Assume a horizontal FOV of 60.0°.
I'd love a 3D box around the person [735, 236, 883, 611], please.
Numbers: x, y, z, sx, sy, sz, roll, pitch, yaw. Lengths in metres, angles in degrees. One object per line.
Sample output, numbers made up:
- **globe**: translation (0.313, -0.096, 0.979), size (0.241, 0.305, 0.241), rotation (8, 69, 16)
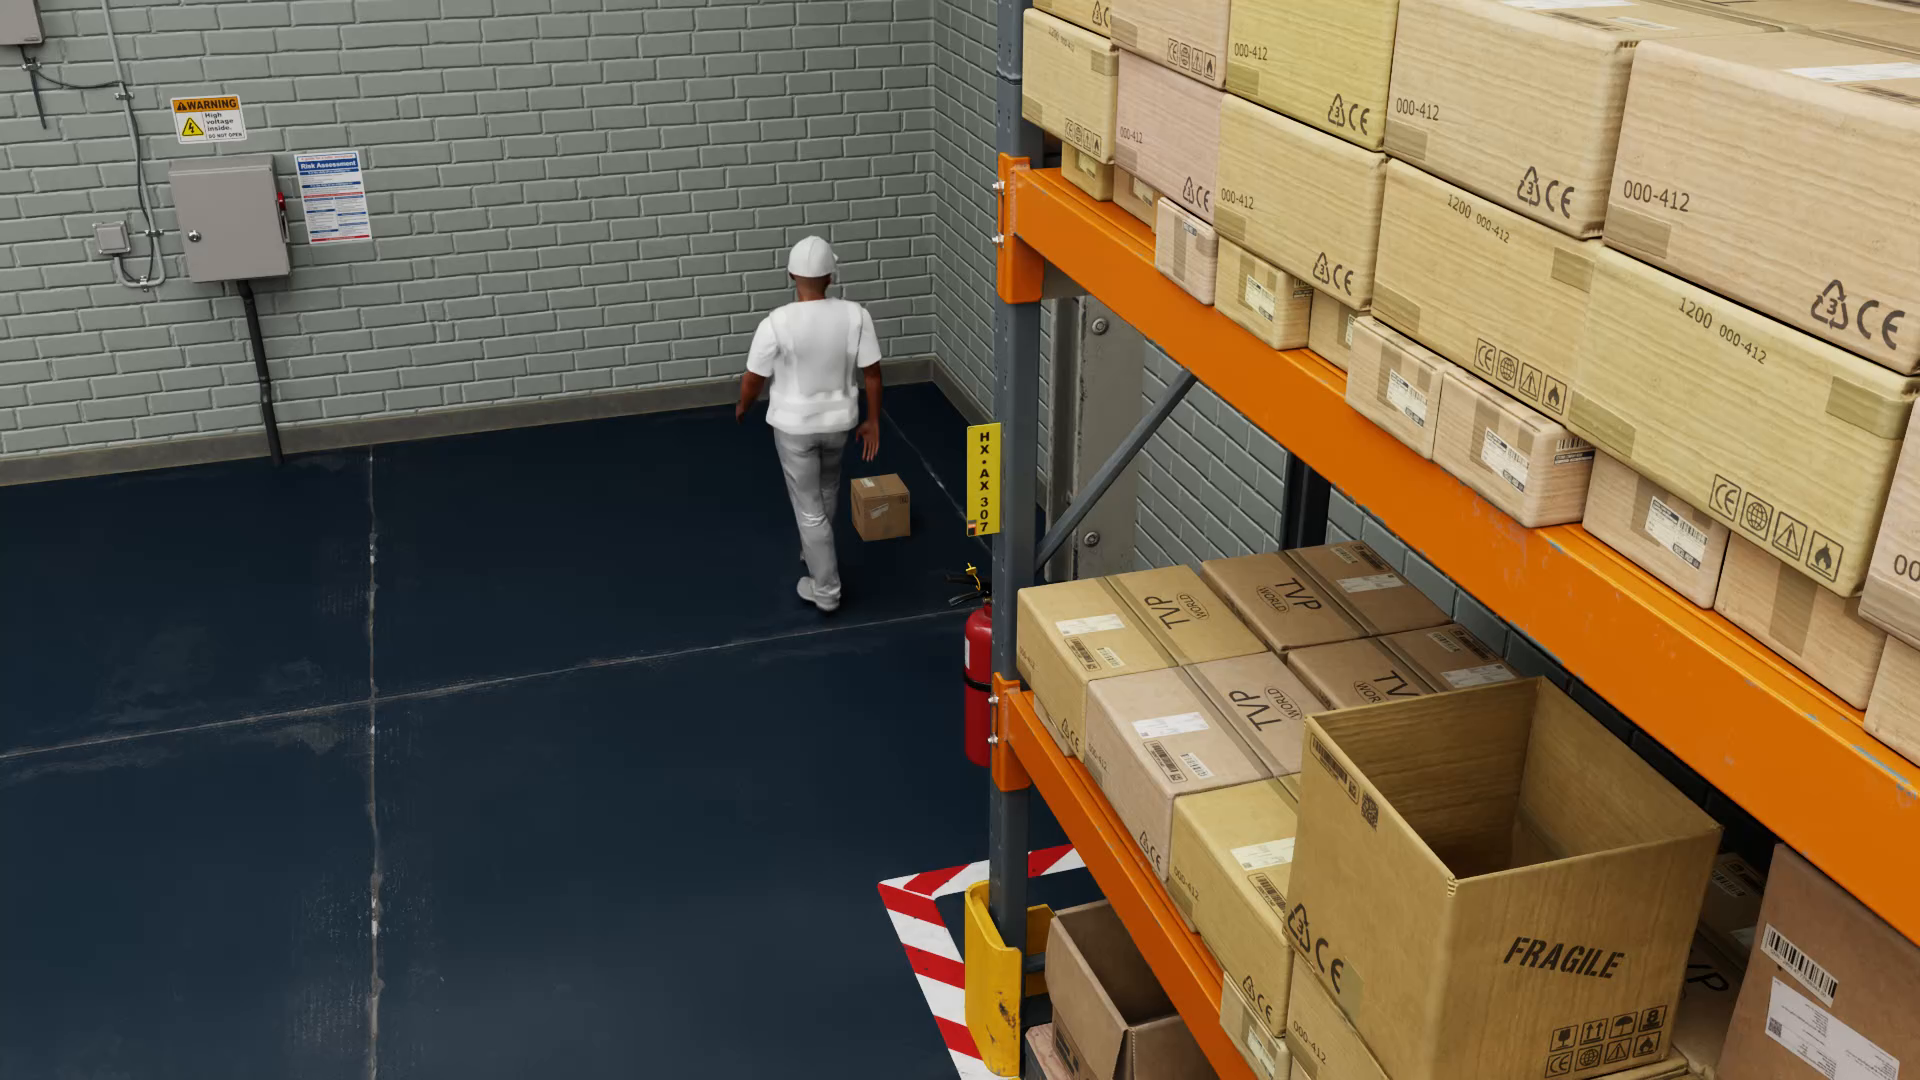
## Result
- **person**: translation (-0.722, -0.563, 7.746), size (0.593, 1.795, 0.738), rotation (-13, 29, -24)
